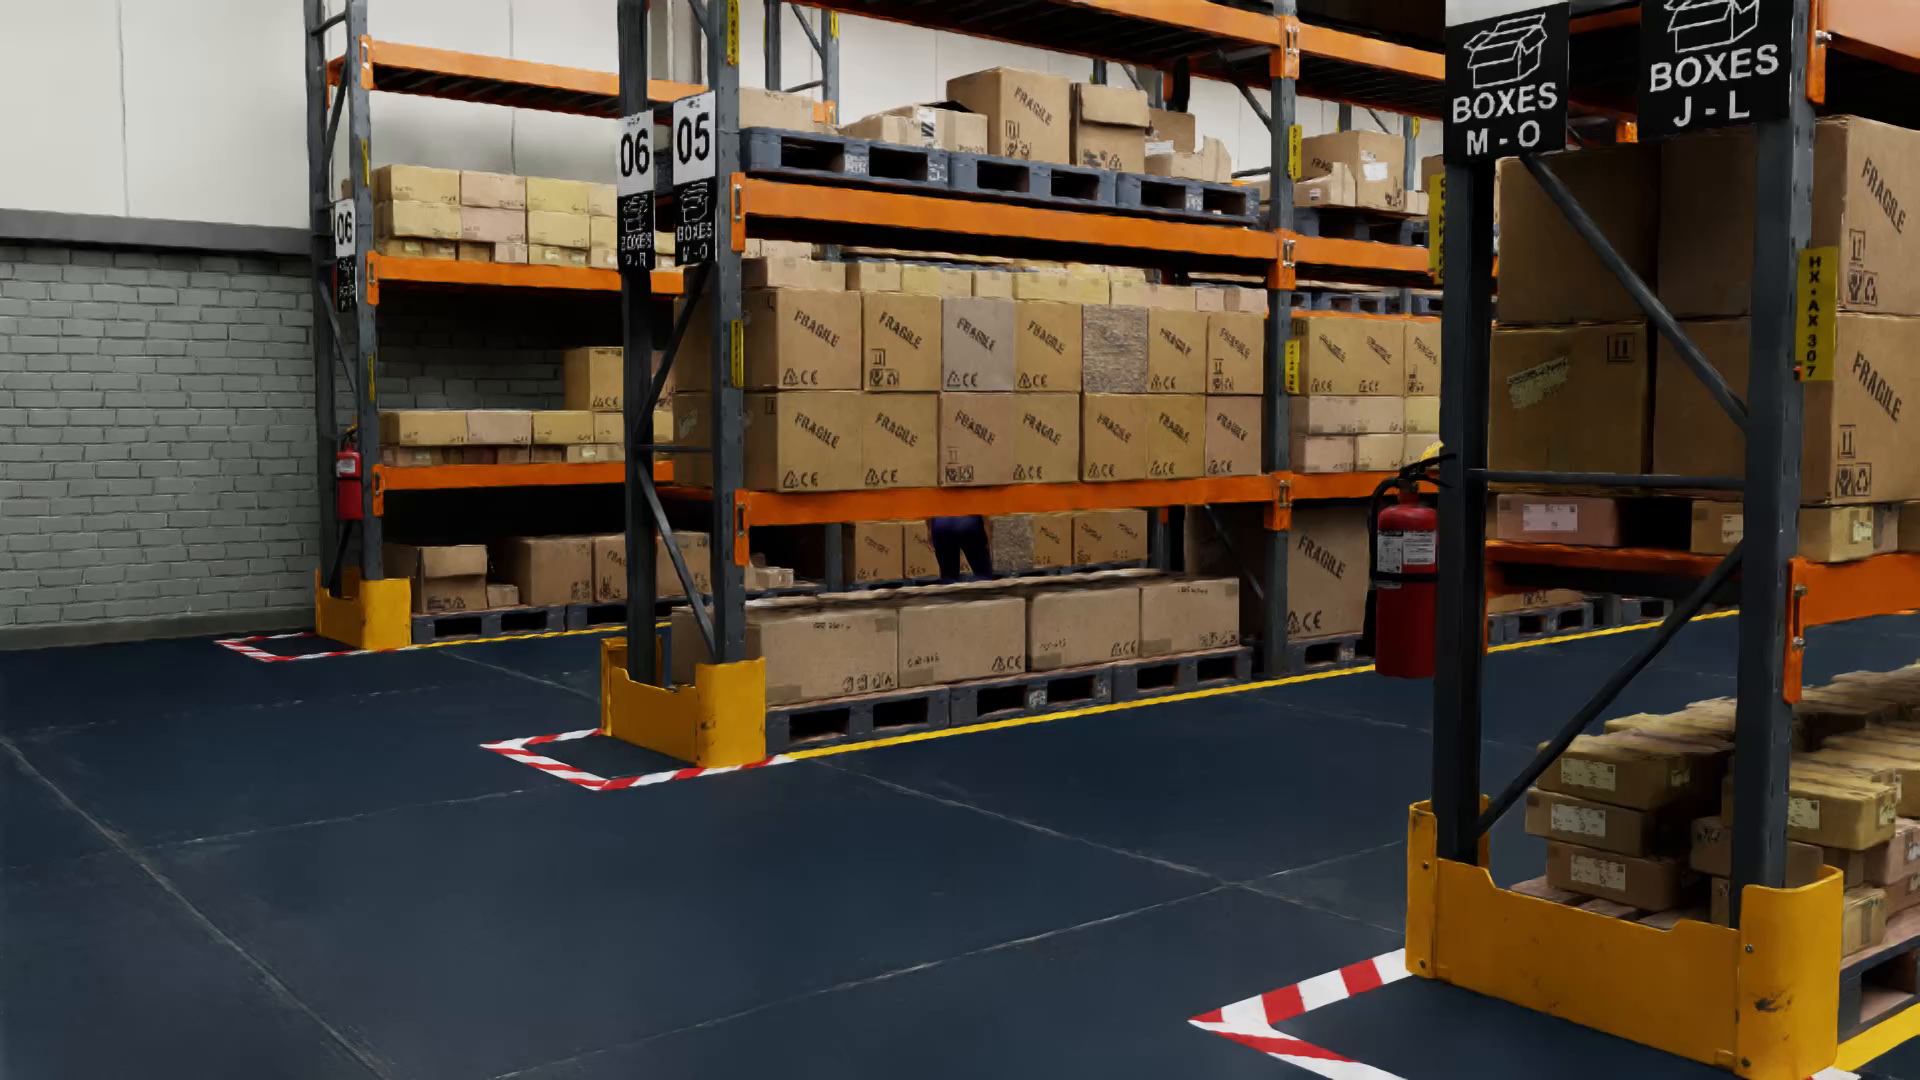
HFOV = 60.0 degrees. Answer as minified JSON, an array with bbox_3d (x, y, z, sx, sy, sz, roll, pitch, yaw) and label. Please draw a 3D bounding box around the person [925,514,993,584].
[{"bbox_3d":[-0.011,-0.062,12.243,0.556,1.626,0.530,1,5,16],"label":"person"}]
